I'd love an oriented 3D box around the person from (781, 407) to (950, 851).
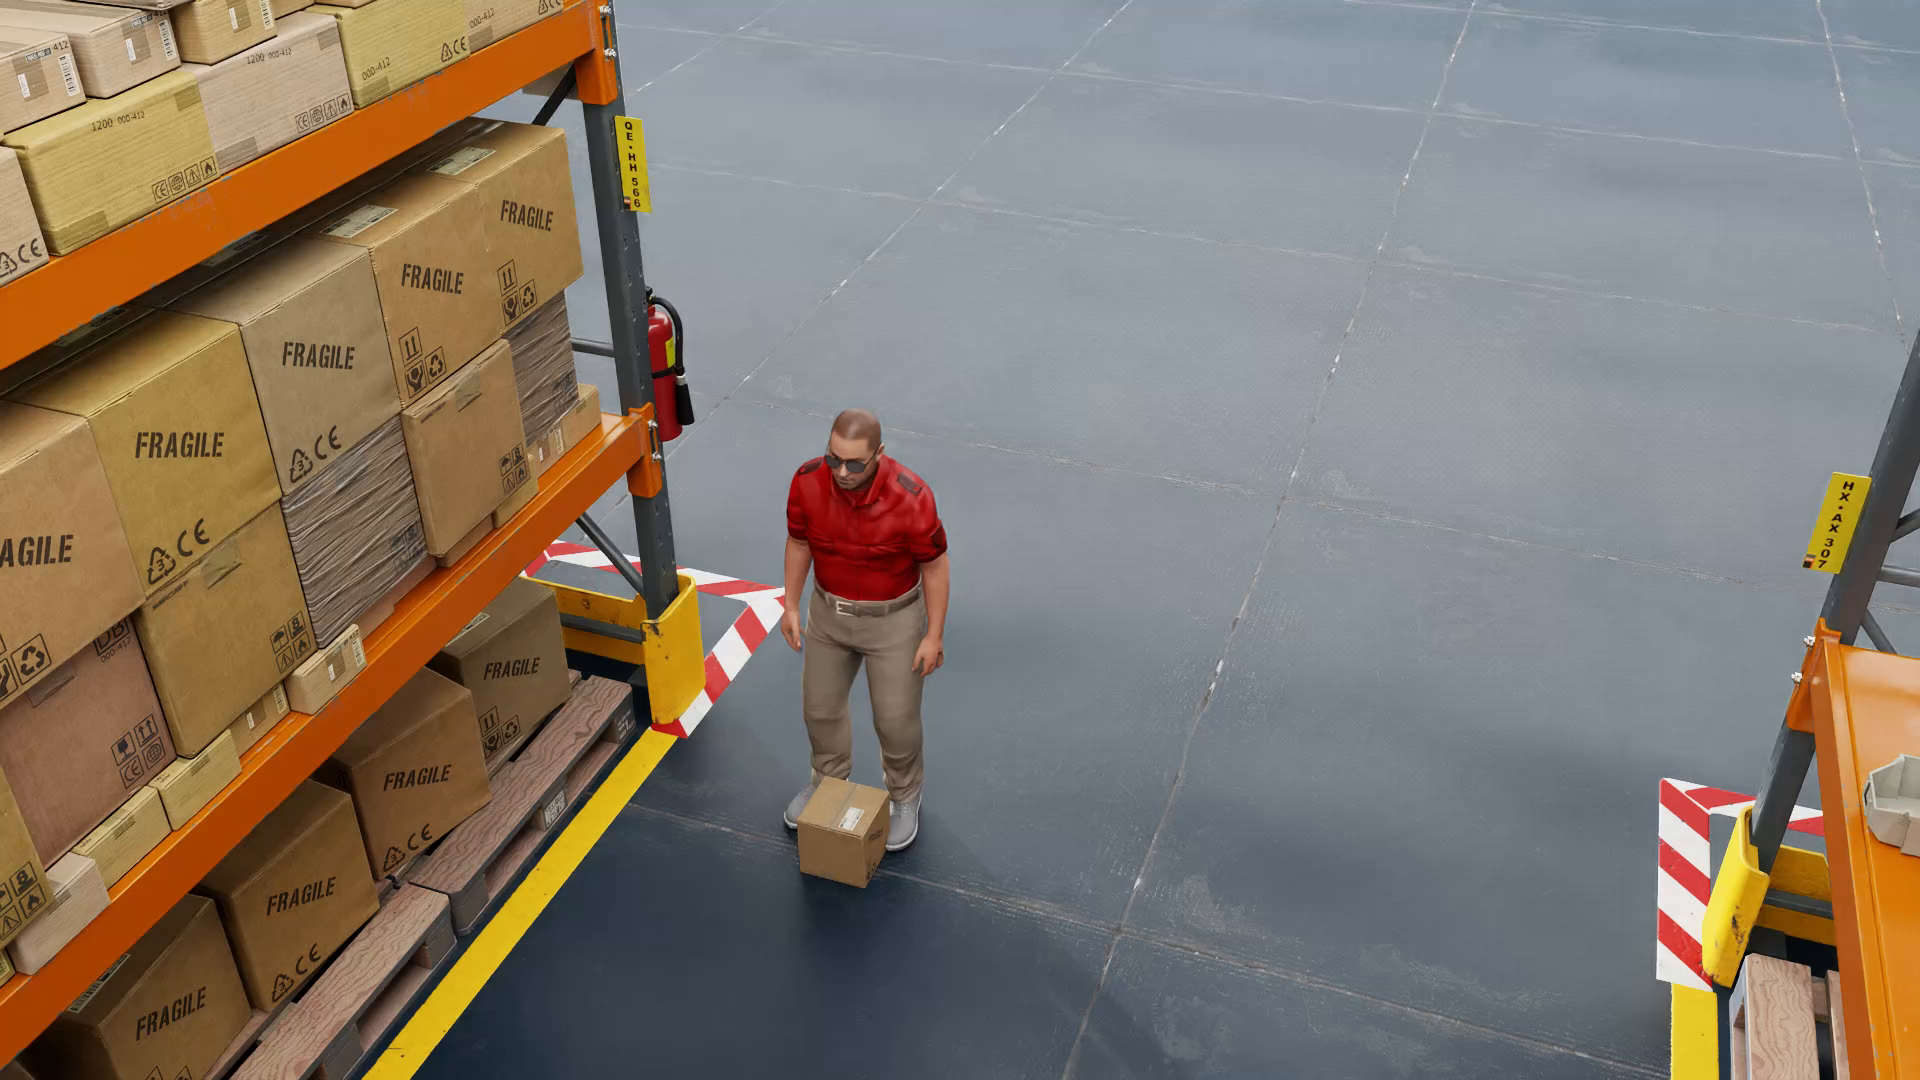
[{"bbox_3d":[-0.329,0.287,5.712,0.593,1.726,0.387,11,34,16],"label":"person"}]
